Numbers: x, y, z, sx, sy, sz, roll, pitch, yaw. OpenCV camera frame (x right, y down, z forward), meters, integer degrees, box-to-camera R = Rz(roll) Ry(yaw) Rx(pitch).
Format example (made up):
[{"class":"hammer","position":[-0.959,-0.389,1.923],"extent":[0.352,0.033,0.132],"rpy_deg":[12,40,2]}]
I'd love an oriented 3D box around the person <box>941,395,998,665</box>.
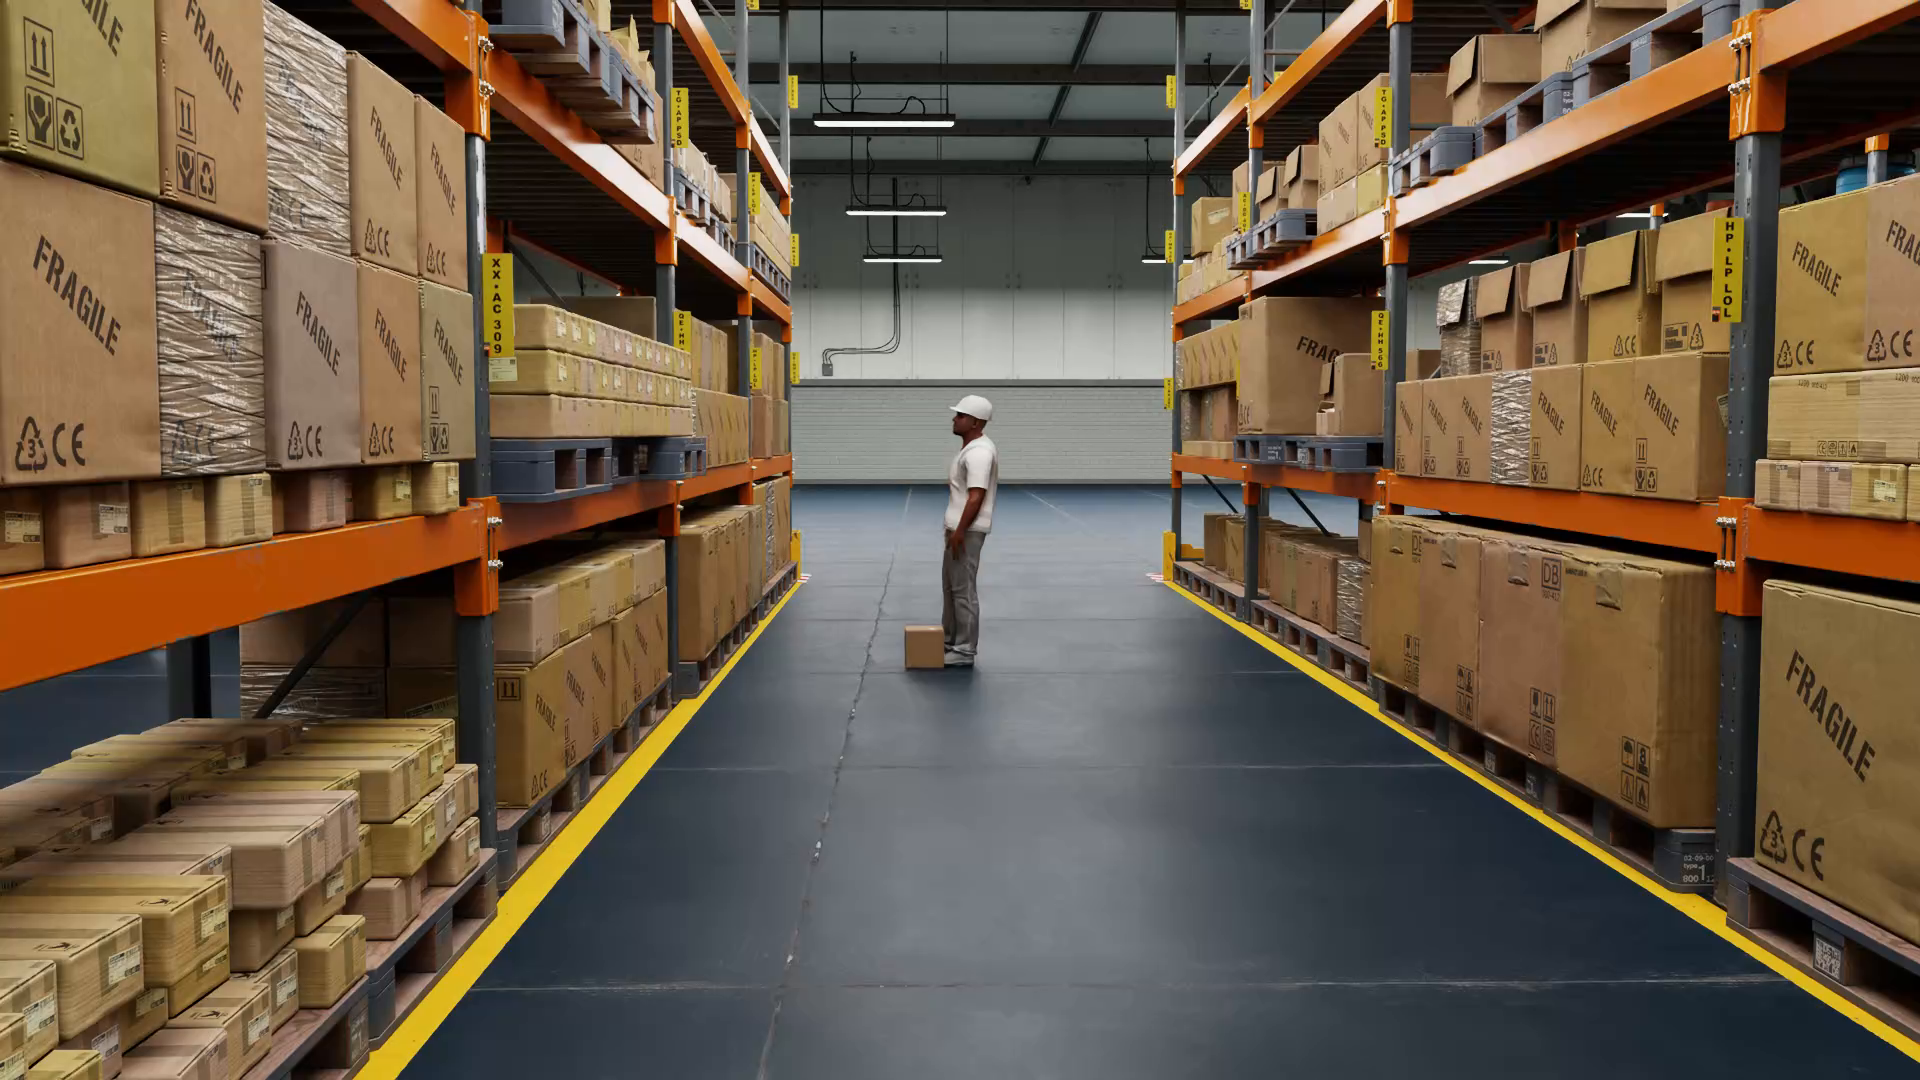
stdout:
[{"class":"person","position":[-0.036,-0.064,10.904],"extent":[0.576,1.766,0.651],"rpy_deg":[0,4,-1]}]
